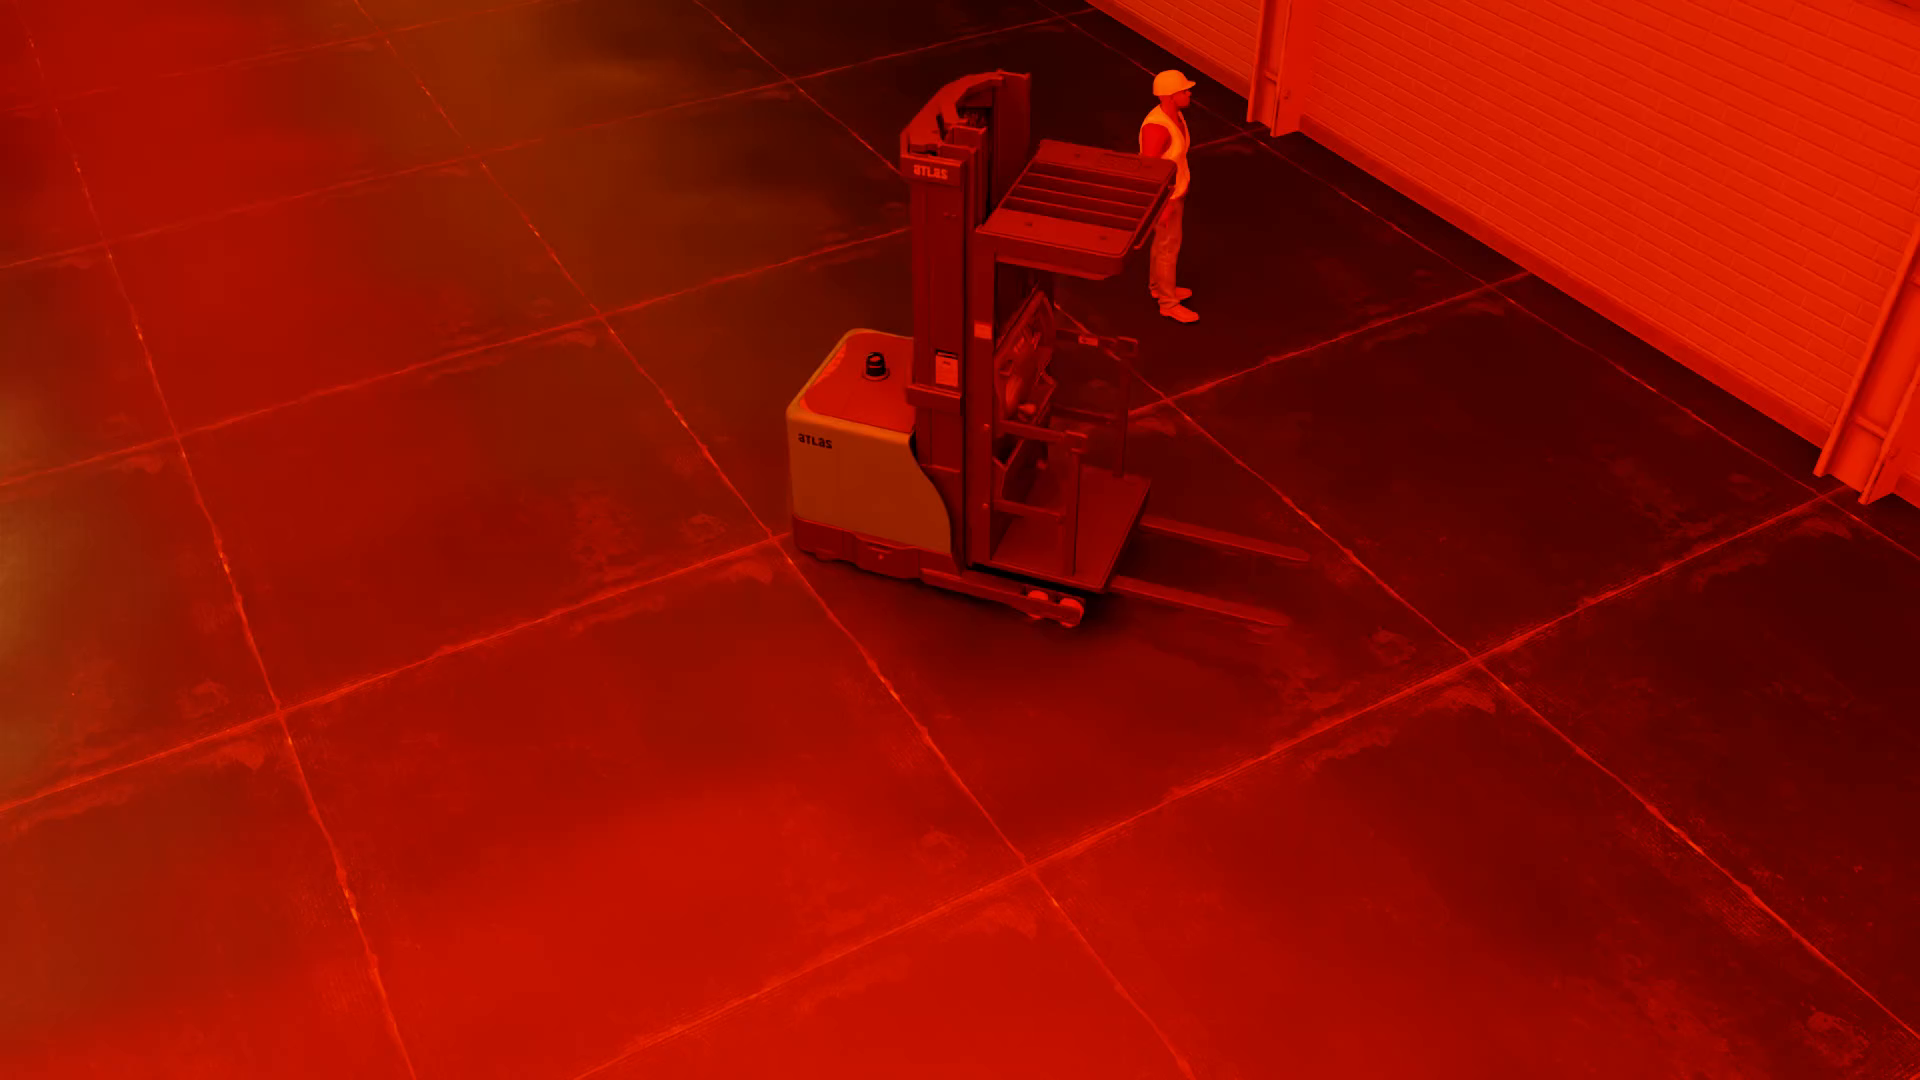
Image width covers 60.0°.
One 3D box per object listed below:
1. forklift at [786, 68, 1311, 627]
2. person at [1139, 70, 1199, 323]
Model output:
[{"bbox_3d":[0.548,-1.008,9.251,3.031,2.935,1.130,13,42,16],"label":"forklift"},{"bbox_3d":[1.564,-2.500,11.952,0.578,1.765,0.666,12,41,14],"label":"person"}]
